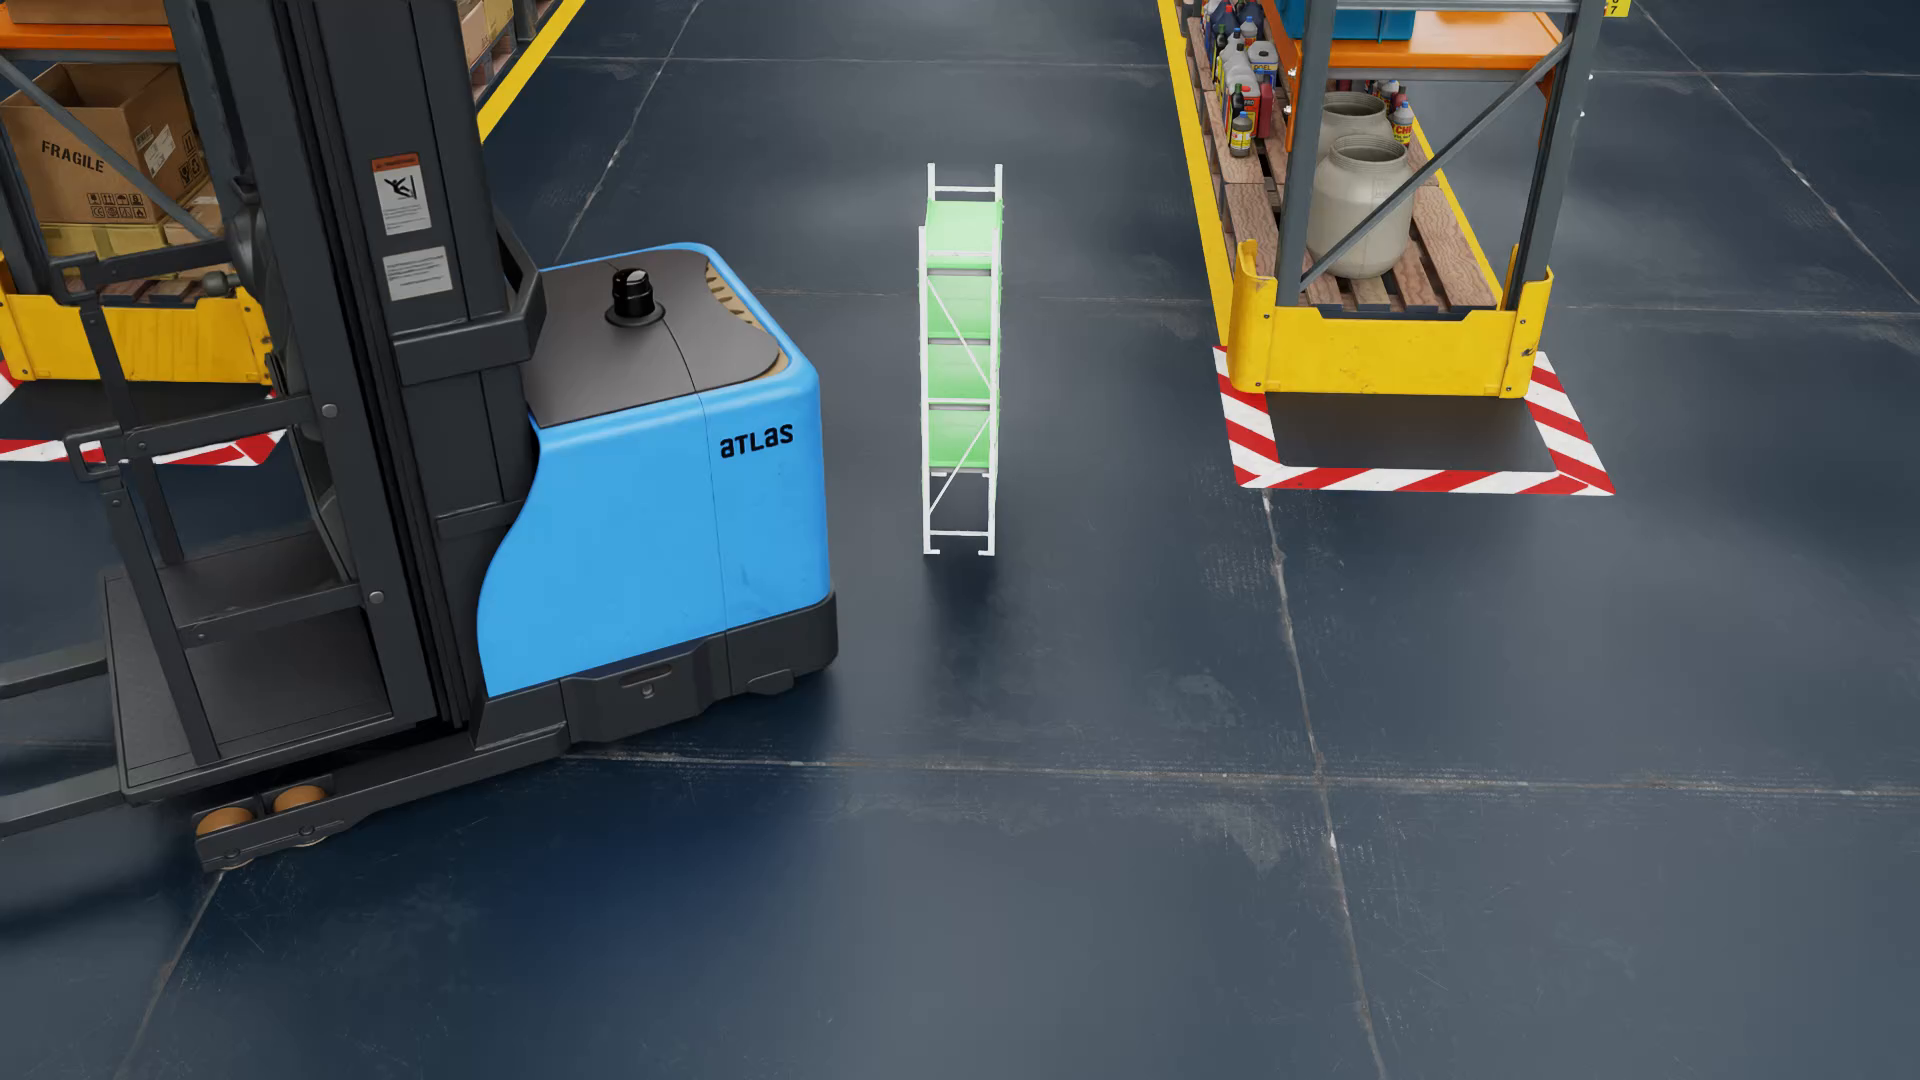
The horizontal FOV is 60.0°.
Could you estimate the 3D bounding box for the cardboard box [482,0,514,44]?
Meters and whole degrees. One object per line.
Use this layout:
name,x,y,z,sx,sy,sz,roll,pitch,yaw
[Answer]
cardboard box,-2.875,-3.042,9.495,0.500,0.250,0.500,1,35,2

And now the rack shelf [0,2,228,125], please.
rack shelf,-3.155,-2.823,7.784,1.077,0.370,4.000,1,35,2

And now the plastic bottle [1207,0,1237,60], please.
plastic bottle,1.427,-2.792,9.035,0.144,0.351,0.185,2,35,3

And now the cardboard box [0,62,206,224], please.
cardboard box,-3.511,-1.637,6.844,0.500,0.500,0.500,1,35,2

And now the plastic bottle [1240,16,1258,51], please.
plastic bottle,1.542,-2.673,8.935,0.097,0.271,0.097,0,35,0

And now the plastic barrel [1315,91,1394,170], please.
plastic barrel,1.684,-1.673,7.321,0.421,0.512,0.421,0,35,0

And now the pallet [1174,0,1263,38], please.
pallet,1.867,-3.461,10.491,1.003,0.211,1.213,1,35,2

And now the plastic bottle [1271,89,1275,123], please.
plastic bottle,1.518,-2.184,8.300,0.097,0.201,0.097,0,35,0

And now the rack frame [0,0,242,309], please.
rack frame,-3.235,-1.968,5.942,1.000,3.000,0.127,1,35,2

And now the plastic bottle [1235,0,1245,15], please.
plastic bottle,1.545,-2.857,9.186,0.061,0.283,0.133,1,35,2

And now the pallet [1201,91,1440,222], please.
pallet,1.760,-1.921,8.300,1.003,0.211,1.213,1,35,2

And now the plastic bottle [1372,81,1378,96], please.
plastic bottle,2.120,-2.233,8.369,0.097,0.201,0.097,0,35,0

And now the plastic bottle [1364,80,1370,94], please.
plastic bottle,2.128,-2.351,8.537,0.097,0.201,0.097,0,35,0

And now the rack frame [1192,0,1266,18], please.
rack frame,1.875,-4.150,9.046,1.000,3.000,0.127,1,35,2

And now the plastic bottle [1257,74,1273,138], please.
plastic bottle,1.494,-2.128,8.148,0.061,0.283,0.133,1,35,2

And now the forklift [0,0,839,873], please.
forklift,-1.931,-0.659,4.139,3.031,2.935,1.130,-16,38,-21

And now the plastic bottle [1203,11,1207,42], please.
plastic bottle,1.416,-2.895,9.312,0.097,0.201,0.097,0,35,0

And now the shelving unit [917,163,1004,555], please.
shelving unit,0.007,-0.586,5.540,0.258,1.200,0.503,1,35,2

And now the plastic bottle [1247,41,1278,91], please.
plastic bottle,1.552,-2.420,8.570,0.152,0.276,0.135,1,35,2

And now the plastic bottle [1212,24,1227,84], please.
plastic bottle,1.372,-2.562,8.766,0.061,0.283,0.133,3,35,4

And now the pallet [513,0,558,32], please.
pallet,-3.084,-3.550,10.617,1.003,0.211,1.213,1,35,2

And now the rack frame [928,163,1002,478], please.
rack frame,0.016,-0.726,5.740,0.240,1.200,0.015,1,35,2

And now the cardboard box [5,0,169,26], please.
cardboard box,-3.204,-2.277,6.294,0.700,0.500,0.500,1,35,2

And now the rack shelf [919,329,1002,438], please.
rack shelf,0.007,-0.534,5.577,0.258,0.148,0.480,1,35,2

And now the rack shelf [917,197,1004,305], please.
rack shelf,0.007,-0.926,5.301,0.258,0.148,0.480,1,35,2

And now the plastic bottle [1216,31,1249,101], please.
plastic bottle,1.403,-2.439,8.533,0.144,0.351,0.185,1,35,2

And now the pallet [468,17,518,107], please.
pallet,-3.148,-2.670,9.365,1.003,0.211,1.213,1,35,2

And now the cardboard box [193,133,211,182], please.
cardboard box,-3.501,-1.618,7.469,0.500,0.250,0.500,1,35,2

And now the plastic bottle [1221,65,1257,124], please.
plastic bottle,1.393,-2.206,8.267,0.152,0.276,0.135,0,35,1

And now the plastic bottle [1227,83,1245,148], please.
plastic bottle,1.336,-2.053,8.042,0.061,0.283,0.133,2,35,3

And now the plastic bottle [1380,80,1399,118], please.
plastic bottle,2.112,-2.147,8.186,0.097,0.271,0.097,0,35,0

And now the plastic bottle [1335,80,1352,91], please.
plastic bottle,1.999,-2.455,8.614,0.061,0.283,0.133,1,35,2

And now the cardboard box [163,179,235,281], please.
cardboard box,-2.992,-1.318,7.043,0.500,0.250,0.500,1,35,2

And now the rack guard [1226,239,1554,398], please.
rack guard,1.670,-0.874,6.558,1.175,0.500,0.348,1,35,2

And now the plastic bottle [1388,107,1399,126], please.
plastic bottle,2.102,-1.981,8.011,0.097,0.201,0.097,0,35,0

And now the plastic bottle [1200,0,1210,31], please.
plastic bottle,1.424,-3.041,9.458,0.097,0.271,0.097,0,35,0
